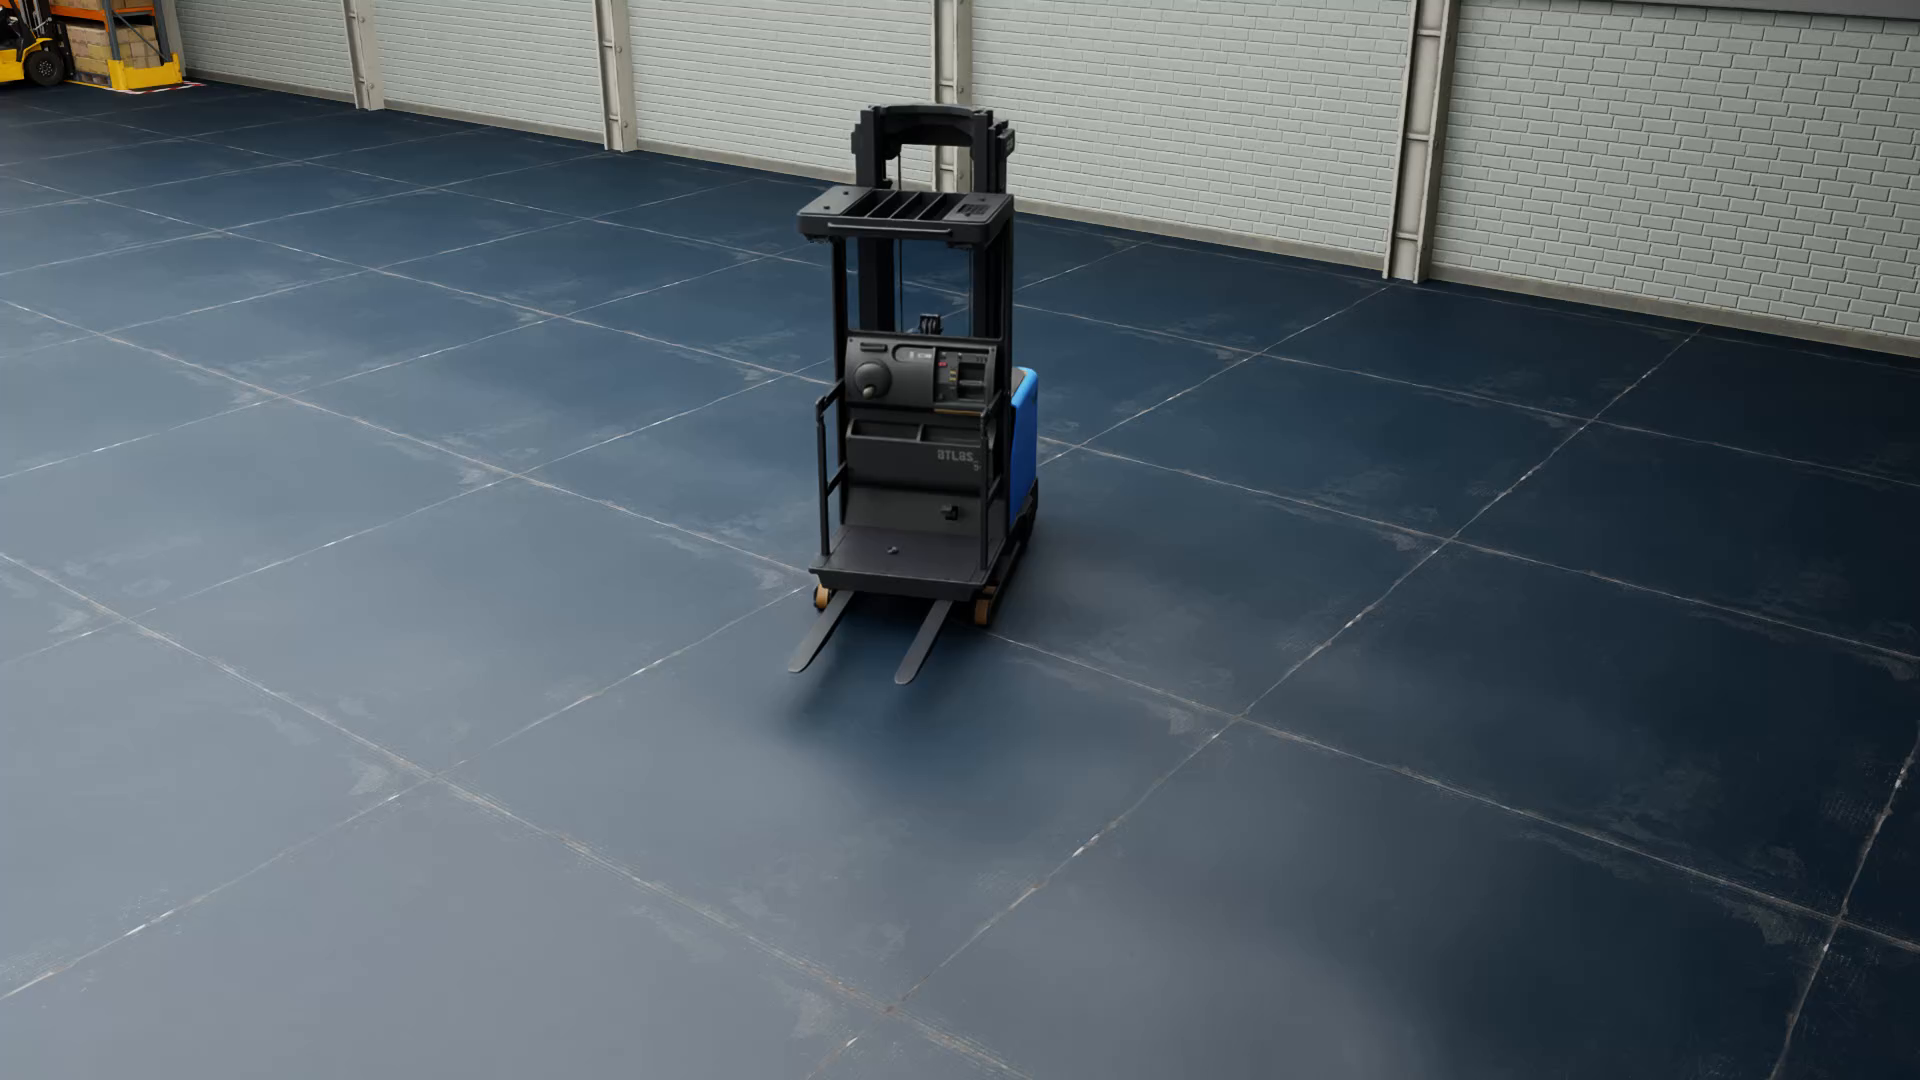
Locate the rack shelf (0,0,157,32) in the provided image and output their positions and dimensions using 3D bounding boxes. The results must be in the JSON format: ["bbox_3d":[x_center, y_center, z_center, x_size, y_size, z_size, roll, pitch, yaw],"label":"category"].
[{"bbox_3d":[-16.090,-9.637,30.294,4.000,0.370,1.077,17,29,33],"label":"rack shelf"}]

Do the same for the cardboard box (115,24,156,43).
[{"bbox_3d":[-14.760,-9.051,29.722,0.500,0.250,0.500,16,29,33],"label":"cardboard box"}]

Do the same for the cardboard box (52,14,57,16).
[{"bbox_3d":[-17.180,-9.785,31.386,0.500,0.250,0.500,17,29,34],"label":"cardboard box"}]

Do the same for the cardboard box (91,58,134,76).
[{"bbox_3d":[-15.055,-8.428,29.547,0.500,0.250,0.500,17,29,34],"label":"cardboard box"}]

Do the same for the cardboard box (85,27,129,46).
[{"bbox_3d":[-15.045,-8.885,29.344,0.500,0.250,0.500,18,29,35],"label":"cardboard box"}]

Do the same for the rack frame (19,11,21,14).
[{"bbox_3d":[-17.690,-10.450,31.247,0.127,3.000,1.000,17,29,33],"label":"rack frame"}]

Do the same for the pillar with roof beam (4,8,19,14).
[{"bbox_3d":[-21.889,-12.749,29.024,0.400,9.000,9.100,17,29,33],"label":"pillar with roof beam"}]

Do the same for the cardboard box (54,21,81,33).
[{"bbox_3d":[-16.267,-9.250,30.173,0.500,0.250,0.500,16,28,32],"label":"cardboard box"}]

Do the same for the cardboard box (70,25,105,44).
[{"bbox_3d":[-15.457,-9.006,29.620,0.500,0.250,0.500,17,29,34],"label":"cardboard box"}]

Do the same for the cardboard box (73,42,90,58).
[{"bbox_3d":[-15.461,-8.787,29.741,0.500,0.250,0.500,16,29,33],"label":"cardboard box"}]

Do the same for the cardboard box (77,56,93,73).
[{"bbox_3d":[-15.447,-8.551,29.827,0.500,0.250,0.500,17,29,33],"label":"cardboard box"}]

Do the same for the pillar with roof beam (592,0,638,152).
[{"bbox_3d":[-7.485,-8.396,19.145,0.400,9.000,9.100,17,29,33],"label":"pillar with roof beam"}]

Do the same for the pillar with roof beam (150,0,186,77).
[{"bbox_3d":[-17.088,-11.298,25.731,0.400,9.000,9.100,17,29,33],"label":"pillar with roof beam"}]

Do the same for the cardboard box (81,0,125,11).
[{"bbox_3d":[-15.040,-9.562,29.109,0.500,0.500,0.500,16,28,32],"label":"cardboard box"}]

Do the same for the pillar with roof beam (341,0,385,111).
[{"bbox_3d":[-12.287,-9.847,22.438,0.400,9.000,9.100,17,29,33],"label":"pillar with roof beam"}]

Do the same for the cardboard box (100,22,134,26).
[{"bbox_3d":[-15.162,-9.171,29.993,0.500,0.250,0.500,17,29,33],"label":"cardboard box"}]

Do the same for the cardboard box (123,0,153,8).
[{"bbox_3d":[-14.719,-9.738,29.506,0.500,0.500,0.500,18,29,35],"label":"cardboard box"}]

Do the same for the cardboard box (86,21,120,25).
[{"bbox_3d":[-15.556,-9.295,30.276,0.500,0.250,0.500,17,29,33],"label":"cardboard box"}]

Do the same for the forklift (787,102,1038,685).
[{"bbox_3d":[-0.282,-0.986,9.853,1.130,2.935,3.031,5,24,11],"label":"forklift"}]

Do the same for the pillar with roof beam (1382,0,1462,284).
[{"bbox_3d":[2.117,-5.494,12.559,0.400,9.000,9.100,17,29,33],"label":"pillar with roof beam"}]

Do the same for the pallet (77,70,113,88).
[{"bbox_3d":[-15.126,-8.378,30.002,1.213,0.211,1.003,17,29,33],"label":"pallet"}]

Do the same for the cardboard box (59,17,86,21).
[{"bbox_3d":[-16.369,-9.540,30.832,0.500,0.250,0.500,17,29,34],"label":"cardboard box"}]

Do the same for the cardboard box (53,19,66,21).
[{"bbox_3d":[-16.683,-9.379,30.467,0.500,0.250,0.500,18,29,35],"label":"cardboard box"}]

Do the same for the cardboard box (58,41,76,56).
[{"bbox_3d":[-15.887,-8.905,30.009,0.500,0.250,0.500,16,28,32],"label":"cardboard box"}]

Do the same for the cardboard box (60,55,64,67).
[{"bbox_3d":[-16.271,-8.794,30.377,0.500,0.250,0.500,18,29,35],"label":"cardboard box"}]

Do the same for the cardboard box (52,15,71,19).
[{"bbox_3d":[-16.766,-9.667,31.119,0.500,0.250,0.500,16,29,33],"label":"cardboard box"}]

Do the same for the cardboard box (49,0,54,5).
[{"bbox_3d":[-16.269,-9.933,29.949,0.500,0.500,0.500,17,29,34],"label":"cardboard box"}]

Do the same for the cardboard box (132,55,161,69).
[{"bbox_3d":[-14.765,-8.598,29.934,0.500,0.250,0.500,17,29,34],"label":"cardboard box"}]

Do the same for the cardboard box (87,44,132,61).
[{"bbox_3d":[-15.066,-8.662,29.458,0.500,0.250,0.500,16,29,33],"label":"cardboard box"}]

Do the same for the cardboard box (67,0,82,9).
[{"bbox_3d":[-15.450,-9.691,29.400,0.500,0.500,0.500,18,29,35],"label":"cardboard box"}]

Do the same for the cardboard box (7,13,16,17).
[{"bbox_3d":[-18.730,-9.868,32.350,0.625,0.625,0.875,16,29,33],"label":"cardboard box"}]

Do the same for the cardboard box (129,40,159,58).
[{"bbox_3d":[-14.741,-8.826,29.830,0.500,0.250,0.500,17,29,34],"label":"cardboard box"}]

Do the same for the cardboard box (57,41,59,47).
[{"bbox_3d":[-16.285,-9.027,30.287,0.500,0.250,0.500,17,29,33],"label":"cardboard box"}]

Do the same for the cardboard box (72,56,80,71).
[{"bbox_3d":[-15.842,-8.675,30.108,0.500,0.250,0.500,17,29,34],"label":"cardboard box"}]

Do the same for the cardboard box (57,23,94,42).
[{"bbox_3d":[-15.867,-9.125,29.889,0.500,0.250,0.500,17,29,34],"label":"cardboard box"}]

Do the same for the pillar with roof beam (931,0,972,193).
[{"bbox_3d":[-2.684,-6.945,15.852,0.400,9.000,9.100,17,29,33],"label":"pillar with roof beam"}]

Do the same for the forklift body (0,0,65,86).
[{"bbox_3d":[-17.101,-8.964,28.927,1.214,2.155,2.313,17,29,33],"label":"forklift body"}]

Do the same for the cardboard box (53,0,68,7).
[{"bbox_3d":[-15.860,-9.815,29.681,0.500,0.500,0.500,16,29,32],"label":"cardboard box"}]

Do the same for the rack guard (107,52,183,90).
[{"bbox_3d":[-14.470,-8.333,29.542,0.348,0.500,1.175,17,29,33],"label":"rack guard"}]

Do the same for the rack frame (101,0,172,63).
[{"bbox_3d":[-14.489,-9.482,29.051,0.127,3.000,1.000,17,29,33],"label":"rack frame"}]

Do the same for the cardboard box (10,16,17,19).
[{"bbox_3d":[-17.491,-9.623,31.019,0.500,0.250,0.500,16,29,33],"label":"cardboard box"}]

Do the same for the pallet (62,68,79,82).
[{"bbox_3d":[-16.098,-8.673,30.672,1.213,0.211,1.003,17,29,33],"label":"pallet"}]

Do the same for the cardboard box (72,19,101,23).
[{"bbox_3d":[-15.962,-9.421,30.562,0.500,0.250,0.500,16,28,32],"label":"cardboard box"}]
